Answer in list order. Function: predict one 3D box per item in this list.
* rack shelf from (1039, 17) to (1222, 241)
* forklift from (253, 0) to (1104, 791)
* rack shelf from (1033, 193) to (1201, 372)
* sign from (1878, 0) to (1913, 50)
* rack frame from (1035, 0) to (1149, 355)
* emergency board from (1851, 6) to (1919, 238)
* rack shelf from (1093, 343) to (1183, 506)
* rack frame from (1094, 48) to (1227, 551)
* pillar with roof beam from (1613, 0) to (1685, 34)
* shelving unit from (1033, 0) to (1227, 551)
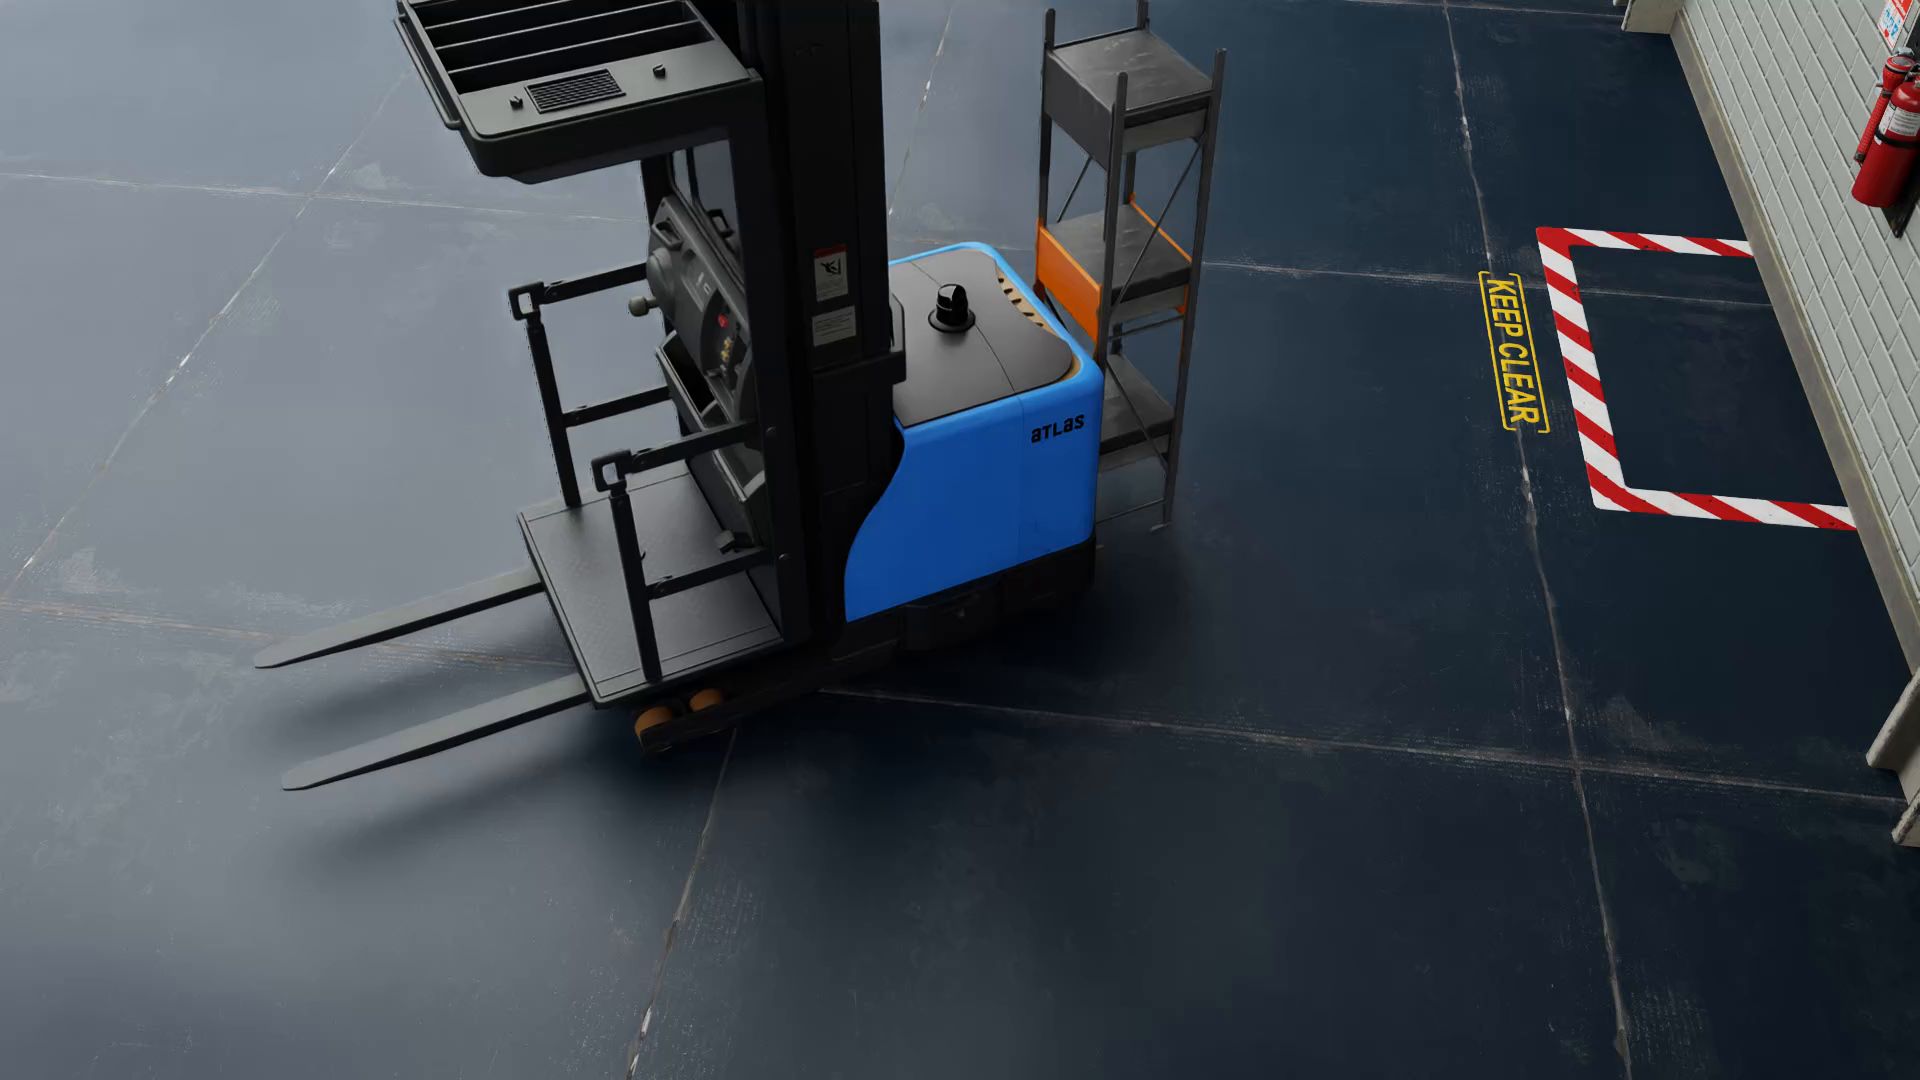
[{"bbox_3d":[0.573,-1.416,5.720,0.431,0.518,0.480,-18,46,-18],"label":"rack shelf"},{"bbox_3d":[-1.035,-0.724,5.382,3.031,2.935,1.130,-18,46,-18],"label":"forklift"},{"bbox_3d":[0.573,-0.908,6.201,0.431,0.518,0.480,-18,46,-18],"label":"rack shelf"},{"bbox_3d":[3.902,-2.237,6.904,0.001,0.329,0.234,5,44,6],"label":"sign"},{"bbox_3d":[0.467,-1.069,6.351,0.400,2.100,0.015,-18,46,-18],"label":"rack frame"},{"bbox_3d":[3.727,-1.856,6.529,0.194,1.169,0.643,5,44,6],"label":"emergency board"},{"bbox_3d":[0.573,-0.399,6.682,0.431,0.518,0.480,-18,46,-18],"label":"rack shelf"},{"bbox_3d":[0.678,-0.766,6.032,0.400,2.100,0.015,-18,46,-18],"label":"rack frame"},{"bbox_3d":[-0.112,-6.834,7.423,9.100,9.000,0.400,5,44,6],"label":"pillar with roof beam"},{"bbox_3d":[0.573,-0.917,6.192,0.431,2.100,0.503,-18,46,-18],"label":"shelving unit"}]
